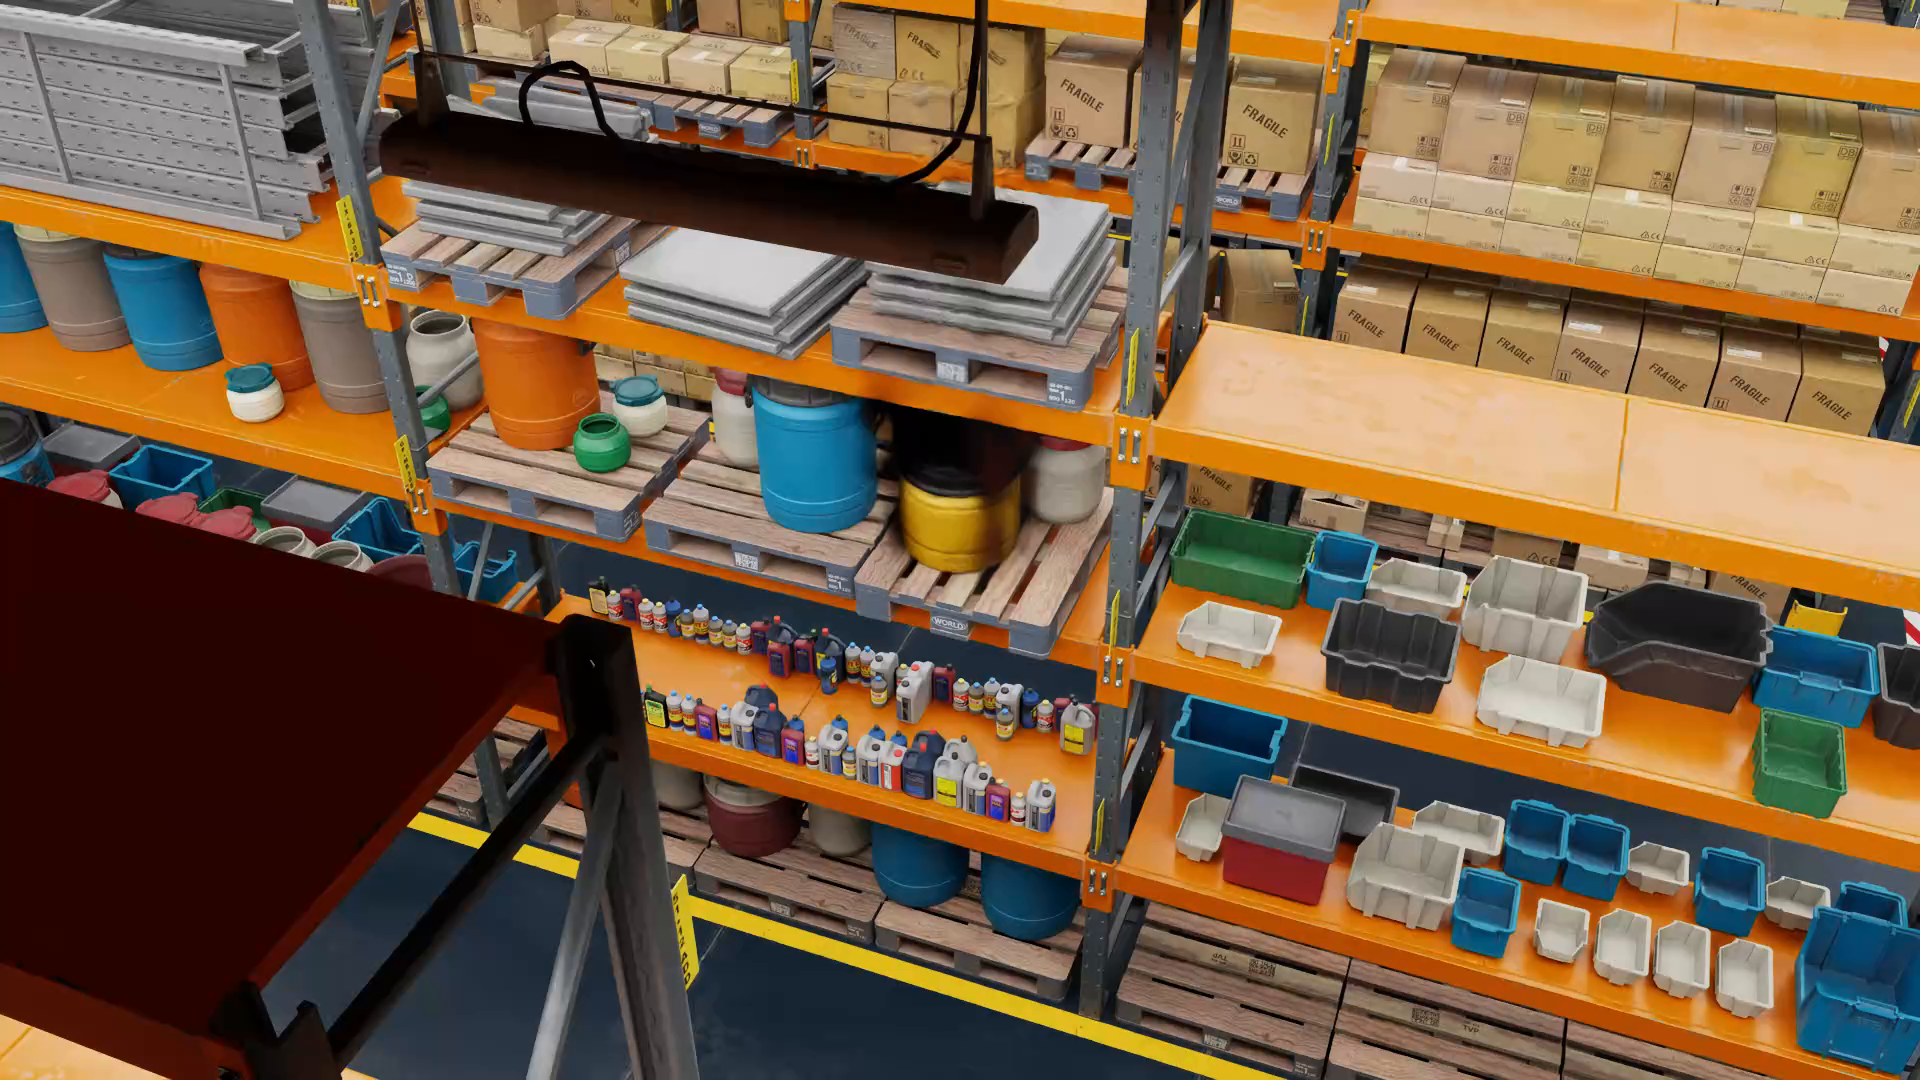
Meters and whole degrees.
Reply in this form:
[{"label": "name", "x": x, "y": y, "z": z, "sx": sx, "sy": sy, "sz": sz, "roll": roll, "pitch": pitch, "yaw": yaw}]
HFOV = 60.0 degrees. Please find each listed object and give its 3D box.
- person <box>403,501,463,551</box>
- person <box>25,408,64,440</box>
[{"label": "person", "x": -3.933, "y": -0.290, "z": 12.320, "sx": 0.767, "sy": 1.825, "sz": 0.672, "roll": 7, "pitch": 37, "yaw": 9}, {"label": "person", "x": -7.547, "y": -1.177, "z": 13.611, "sx": 0.575, "sy": 1.645, "sz": 0.602, "roll": 6, "pitch": 37, "yaw": 8}]
